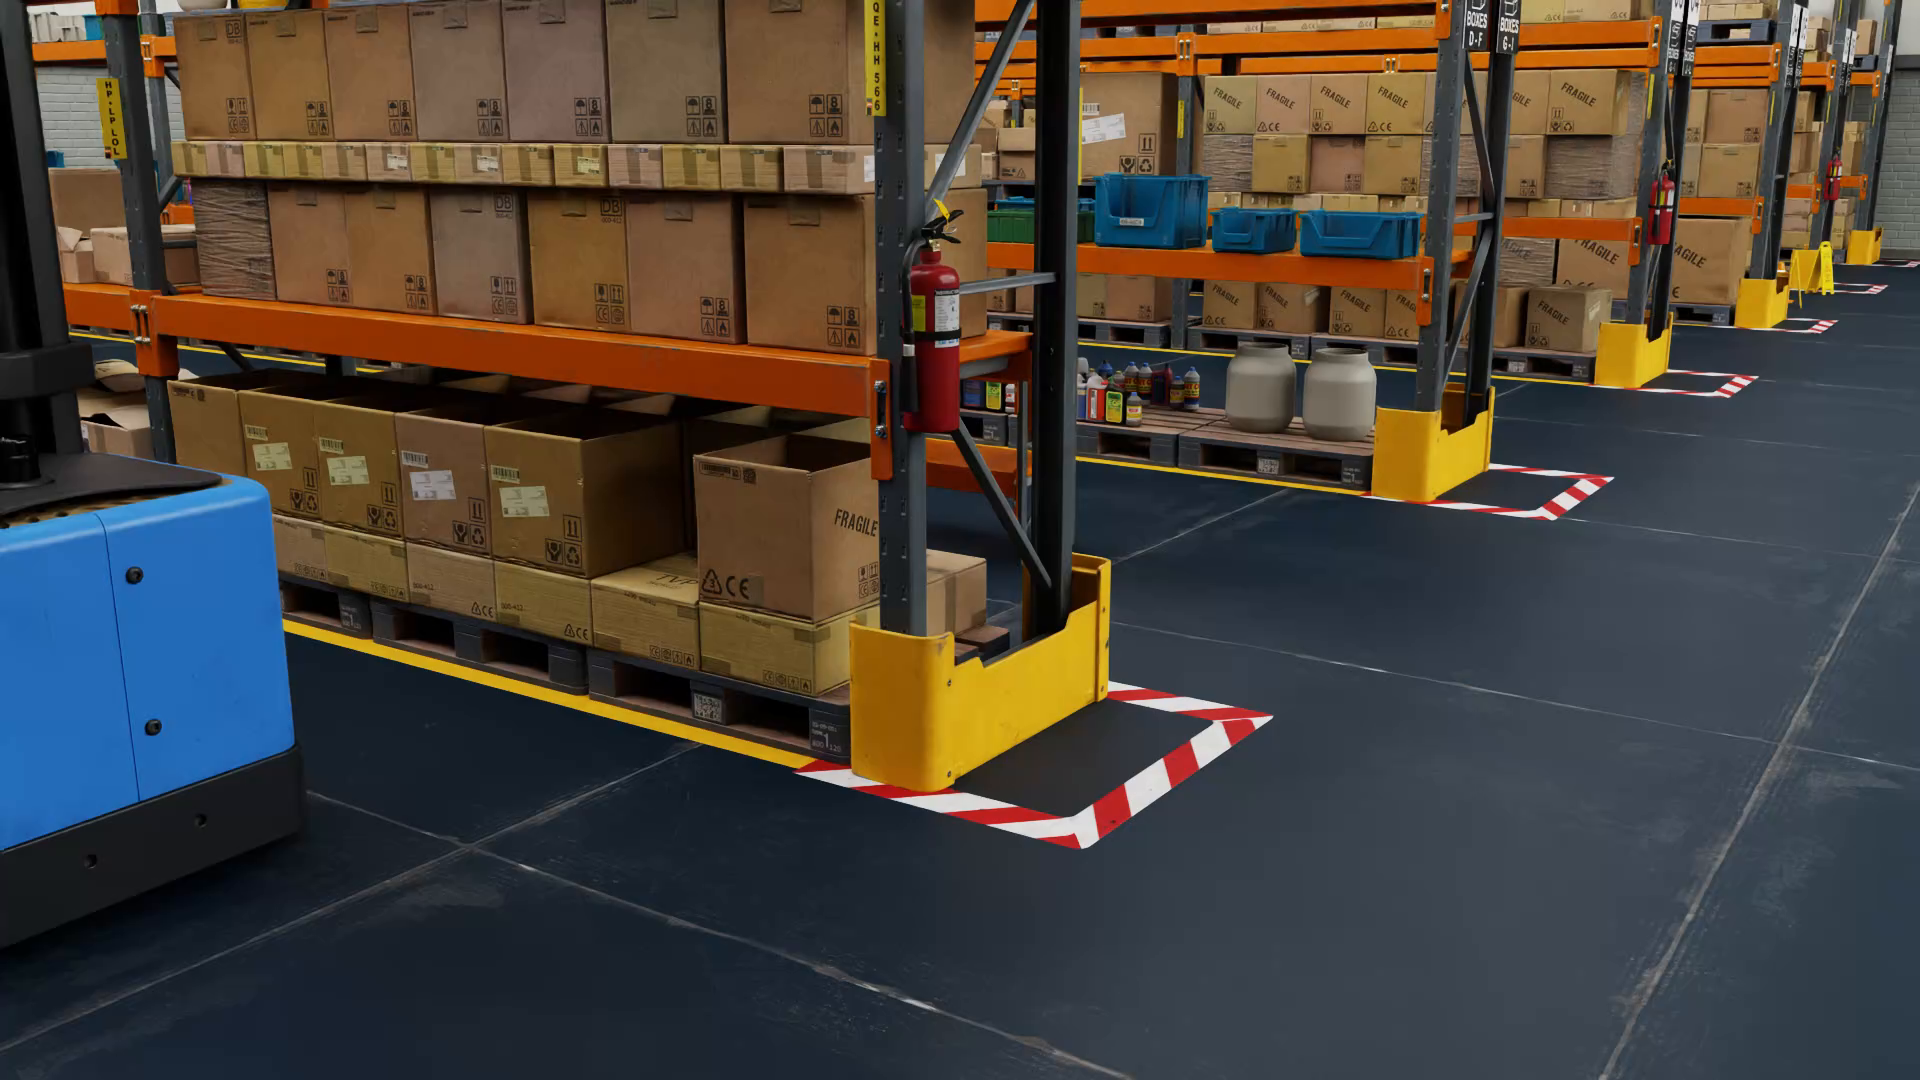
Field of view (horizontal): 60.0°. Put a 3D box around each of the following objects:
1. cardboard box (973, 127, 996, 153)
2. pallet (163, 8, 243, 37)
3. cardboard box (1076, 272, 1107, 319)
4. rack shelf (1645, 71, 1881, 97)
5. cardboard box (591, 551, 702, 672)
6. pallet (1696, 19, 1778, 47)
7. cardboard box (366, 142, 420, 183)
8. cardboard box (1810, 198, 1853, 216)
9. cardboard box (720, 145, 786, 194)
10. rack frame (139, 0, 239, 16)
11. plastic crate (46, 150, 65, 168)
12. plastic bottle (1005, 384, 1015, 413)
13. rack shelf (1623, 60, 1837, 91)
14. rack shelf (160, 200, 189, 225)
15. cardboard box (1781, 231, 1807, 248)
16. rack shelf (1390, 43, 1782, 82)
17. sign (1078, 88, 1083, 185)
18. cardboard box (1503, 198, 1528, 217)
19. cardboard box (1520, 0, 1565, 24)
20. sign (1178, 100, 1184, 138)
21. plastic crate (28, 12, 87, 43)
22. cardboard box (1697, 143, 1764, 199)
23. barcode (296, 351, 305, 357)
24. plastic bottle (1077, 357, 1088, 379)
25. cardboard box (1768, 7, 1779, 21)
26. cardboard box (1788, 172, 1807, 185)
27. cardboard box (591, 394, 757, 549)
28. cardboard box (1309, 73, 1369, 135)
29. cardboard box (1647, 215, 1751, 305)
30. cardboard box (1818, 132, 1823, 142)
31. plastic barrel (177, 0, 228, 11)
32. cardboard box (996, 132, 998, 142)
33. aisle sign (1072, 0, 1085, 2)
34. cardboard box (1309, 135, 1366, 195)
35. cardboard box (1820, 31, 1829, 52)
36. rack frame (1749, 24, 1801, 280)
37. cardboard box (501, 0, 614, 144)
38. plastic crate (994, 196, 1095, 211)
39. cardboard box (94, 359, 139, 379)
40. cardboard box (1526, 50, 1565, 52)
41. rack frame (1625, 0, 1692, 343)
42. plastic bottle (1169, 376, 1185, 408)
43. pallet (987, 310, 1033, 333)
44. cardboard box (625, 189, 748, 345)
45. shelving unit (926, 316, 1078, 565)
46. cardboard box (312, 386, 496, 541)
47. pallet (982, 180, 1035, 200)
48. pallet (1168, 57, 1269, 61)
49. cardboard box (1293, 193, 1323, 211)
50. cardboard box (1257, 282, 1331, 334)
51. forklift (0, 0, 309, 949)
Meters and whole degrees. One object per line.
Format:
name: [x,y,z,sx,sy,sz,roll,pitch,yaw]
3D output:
cardboard box: [-0.042,-3.990,17.115,0.500,0.500,0.700,12,19,41]
pallet: [-6.410,-4.684,15.154,1.003,0.211,1.213,9,17,33]
cardboard box: [1.405,-2.475,16.364,0.500,0.500,0.700,9,17,32]
rack shelf: [12.245,-7.125,26.118,4.000,0.370,1.077,9,17,33]
cardboard box: [-0.957,0.244,5.942,0.500,0.250,0.500,9,17,33]
pallet: [7.837,-5.269,17.310,1.213,0.211,1.003,9,17,33]
cardboard box: [-2.058,-1.462,6.429,0.250,0.149,0.380,9,16,31]
cardboard box: [13.348,-5.104,25.466,0.500,0.250,0.500,10,17,35]
cardboard box: [-0.567,-1.220,5.453,0.250,0.149,0.380,10,17,34]
rack frame: [-7.115,-6.317,15.117,0.127,3.000,1.000,9,17,33]
plastic crate: [-10.052,-3.980,17.962,0.499,0.435,0.616,9,17,33]
plastic bottle: [0.340,-0.929,10.741,0.097,0.201,0.097,0,14,0]
rack shelf: [9.478,-6.135,22.117,4.000,0.370,1.077,9,17,33]
rack shelf: [-8.774,-3.324,17.007,4.000,0.370,1.077,9,17,33]
cardboard box: [12.931,-4.688,25.865,0.500,0.250,0.500,9,17,33]
rack shelf: [6.799,-5.134,18.076,4.000,0.370,1.077,9,17,33]
sign: [0.389,-1.377,5.679,0.005,0.325,0.100,9,17,33]
cardboard box: [4.613,-2.752,13.722,0.250,0.149,0.380,9,17,33]
cardboard box: [4.649,-4.247,13.308,0.500,0.250,0.500,9,17,33]
sign: [1.981,-3.771,14.905,0.005,0.325,0.100,9,17,33]
plastic crate: [-8.767,-4.982,16.209,0.530,0.282,0.437,9,17,33]
cardboard box: [8.125,-3.873,17.413,0.550,0.550,0.875,9,17,33]
barcode: [-3.224,-0.929,8.121,0.075,0.075,0.001,9,17,33]
plastic bottle: [0.778,-1.103,11.291,0.135,0.276,0.152,10,17,34]
cardboard box: [8.353,-5.455,17.317,0.250,0.149,0.380,9,17,33]
cardboard box: [10.708,-4.645,21.368,0.250,0.149,0.380,10,17,35]
cardboard box: [-1.084,-0.290,6.538,0.500,0.500,0.500,9,17,33]
cardboard box: [3.349,-3.753,14.335,0.500,0.500,0.500,9,17,33]
cardboard box: [7.859,-3.009,17.785,0.875,0.875,0.875,9,17,33]
cardboard box: [13.232,-6.132,25.295,0.250,0.149,0.380,9,17,34]
plastic barrel: [-6.818,-5.011,14.923,0.433,0.535,0.433,0,14,0]
cardboard box: [0.510,-5.281,21.826,0.250,0.149,0.380,10,17,34]
aisle sign: [0.300,-2.123,5.247,0.004,0.787,0.394,9,17,33]
cardboard box: [3.493,-3.319,14.662,0.500,0.500,0.875,9,17,33]
cardboard box: [10.869,-6.408,21.417,0.500,0.250,0.500,9,16,32]
rack frame: [8.459,-3.759,17.266,0.127,3.000,1.000,9,17,33]
cardboard box: [-1.208,-1.696,6.026,0.500,0.500,0.700,9,17,33]
plastic crate: [0.593,-2.166,11.140,0.616,0.251,0.499,9,17,33]
cardboard box: [-4.725,-0.798,8.985,0.500,0.311,0.500,10,17,34]
cardboard box: [8.031,-6.710,22.638,0.500,0.250,0.500,9,16,32]
rack frame: [5.607,-2.784,13.326,0.127,3.000,1.000,9,17,33]
plastic bottle: [1.426,-0.970,10.909,0.097,0.201,0.097,0,14,0]
pallet: [0.624,-2.234,16.909,1.213,0.211,1.003,9,17,33]
cardboard box: [-0.744,-0.992,5.881,0.500,0.500,0.700,10,17,34]
shelving unit: [-0.006,-0.547,8.192,1.048,1.125,0.538,9,17,33]
cardboard box: [-2.204,-0.320,6.660,0.500,0.500,0.500,9,17,33]
pallet: [0.634,-3.506,16.643,1.213,0.211,1.003,9,17,33]
pallet: [3.314,-5.971,20.353,1.213,0.211,1.003,10,17,35]
cardboard box: [3.118,-2.972,14.609,0.250,0.149,0.380,9,17,33]
cardboard box: [3.077,-2.174,15.190,0.500,0.500,0.500,-11,17,-36]
forklift: [-3.376,-0.640,4.808,3.031,2.935,1.130,9,16,32]
